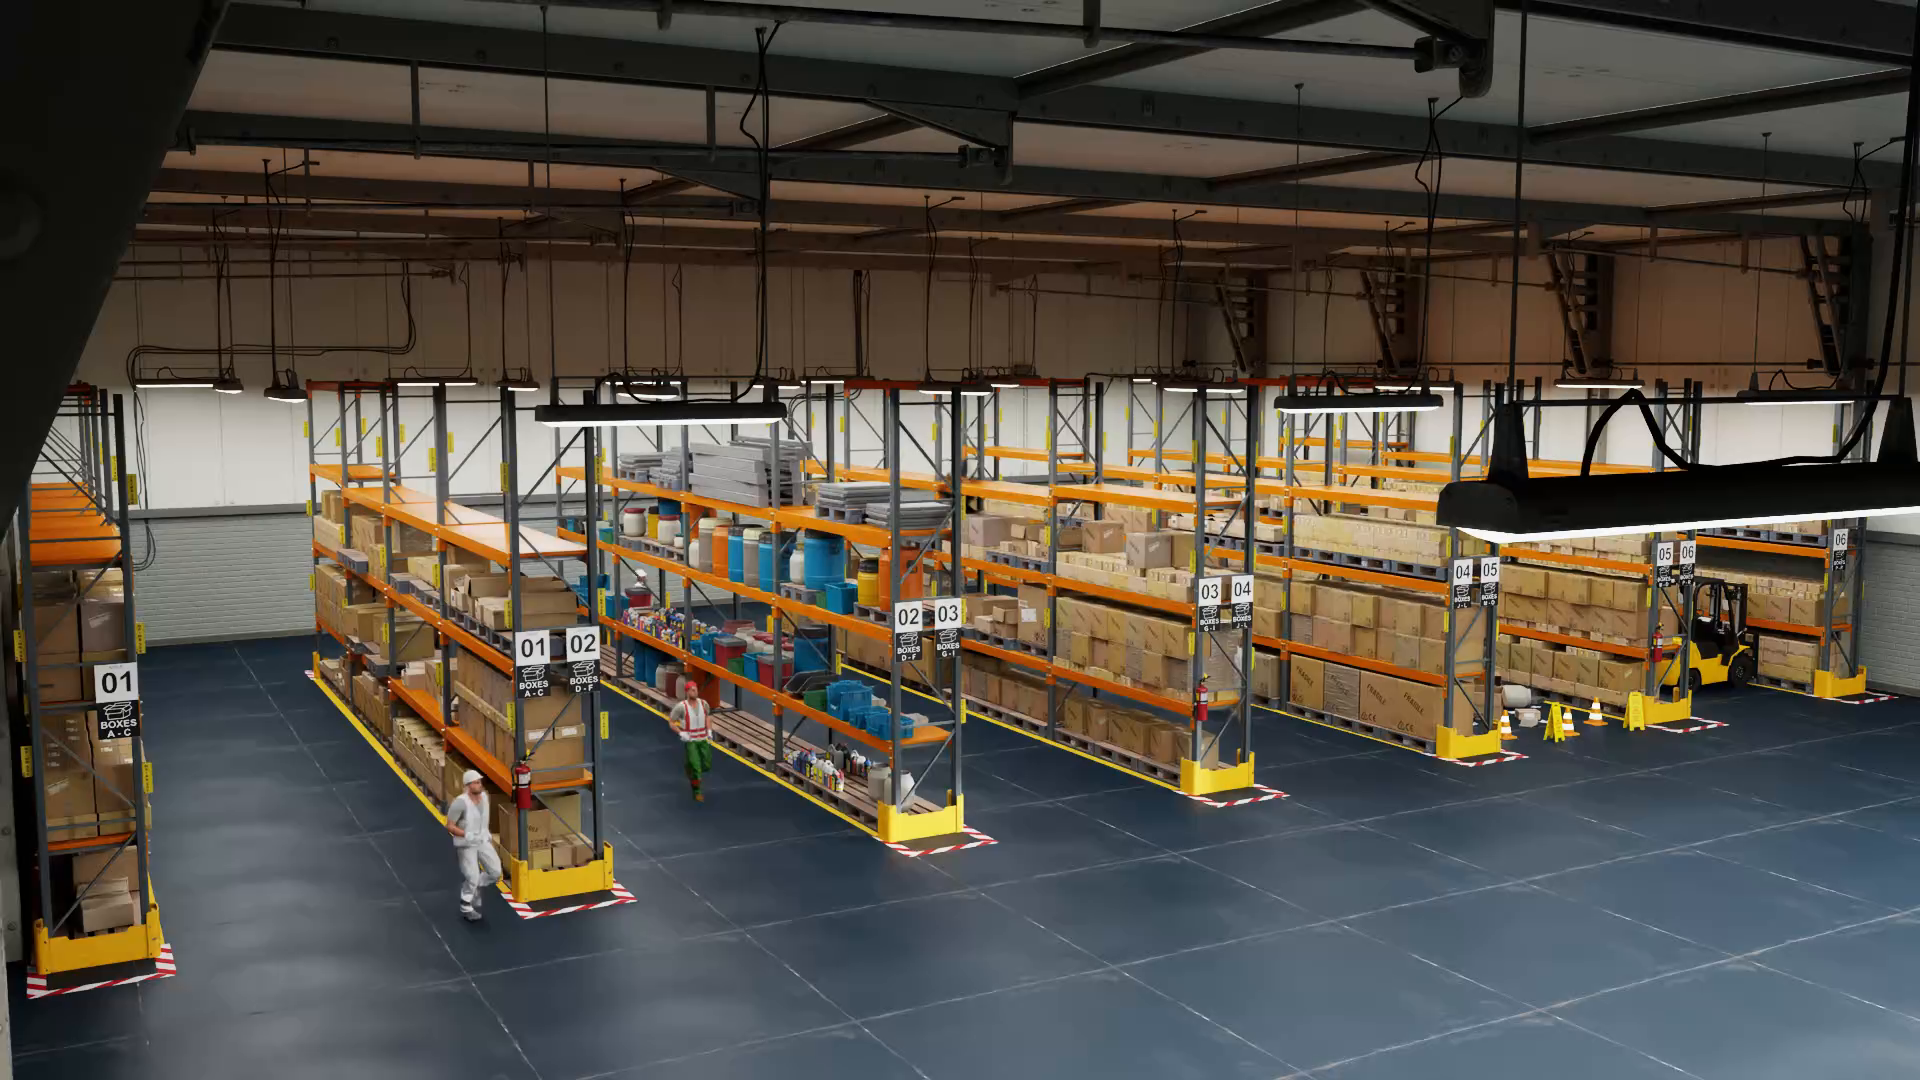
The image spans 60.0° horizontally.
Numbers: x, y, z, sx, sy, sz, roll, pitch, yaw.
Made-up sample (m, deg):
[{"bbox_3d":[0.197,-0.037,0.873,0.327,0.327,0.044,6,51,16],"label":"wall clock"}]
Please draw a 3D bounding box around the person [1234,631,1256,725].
[{"bbox_3d":[4.912,2.403,29.221,0.576,1.652,0.612,-3,7,-27],"label":"person"}]

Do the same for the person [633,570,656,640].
[{"bbox_3d":[-7.123,1.525,37.296,0.670,1.776,0.756,2,6,16],"label":"person"}]

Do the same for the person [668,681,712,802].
[{"bbox_3d":[-3.909,2.906,24.207,0.689,1.736,0.667,-5,8,-40],"label":"person"}]

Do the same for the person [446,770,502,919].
[{"bbox_3d":[-5.486,3.462,18.873,0.586,1.738,0.677,4,7,33],"label":"person"}]

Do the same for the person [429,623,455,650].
[{"bbox_3d":[-10.928,1.784,34.532,0.730,1.702,0.763,4,7,34],"label":"person"}]
